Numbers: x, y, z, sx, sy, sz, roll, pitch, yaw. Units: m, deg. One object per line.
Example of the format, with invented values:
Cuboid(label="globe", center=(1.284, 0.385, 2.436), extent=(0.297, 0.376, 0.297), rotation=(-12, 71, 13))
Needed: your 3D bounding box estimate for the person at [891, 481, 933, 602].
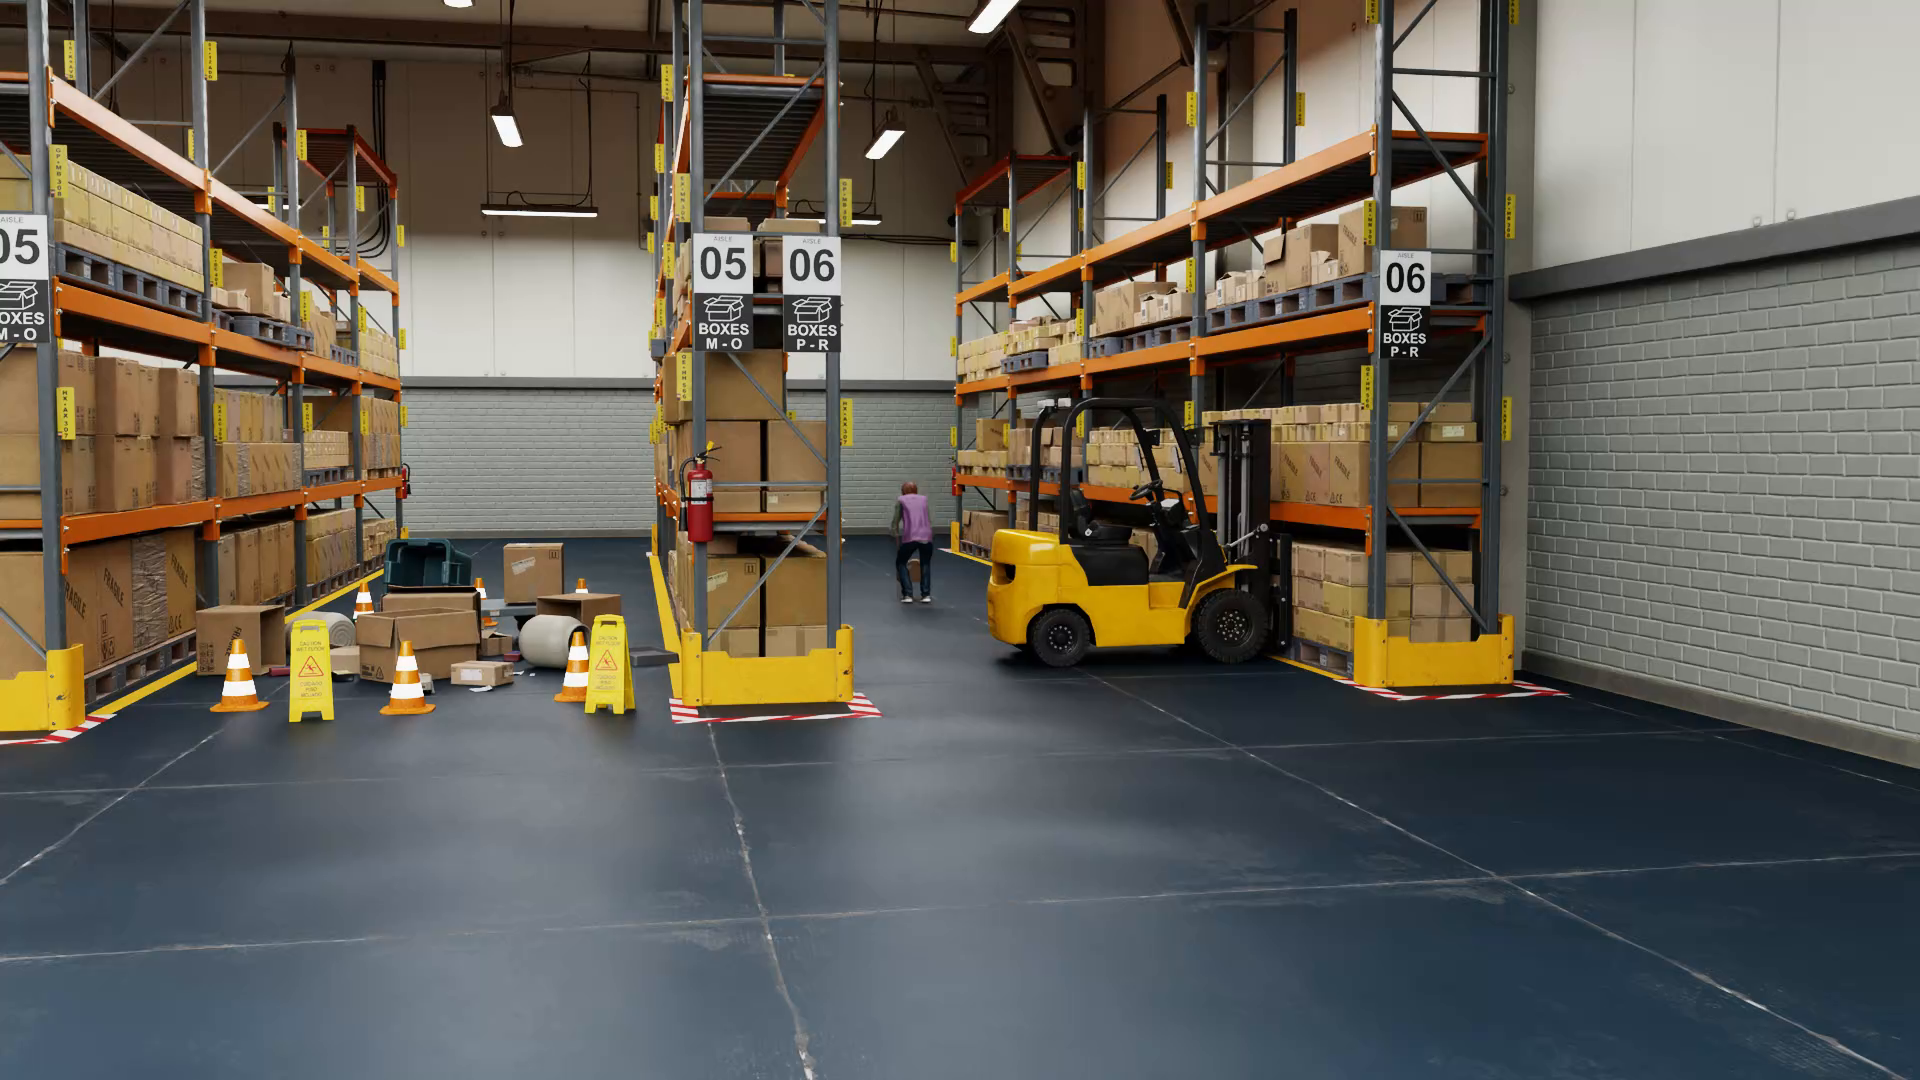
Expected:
Cuboid(label="person", center=(-0.542, 0.024, 18.885), extent=(0.460, 1.376, 0.601), rotation=(-1, 3, -11))
